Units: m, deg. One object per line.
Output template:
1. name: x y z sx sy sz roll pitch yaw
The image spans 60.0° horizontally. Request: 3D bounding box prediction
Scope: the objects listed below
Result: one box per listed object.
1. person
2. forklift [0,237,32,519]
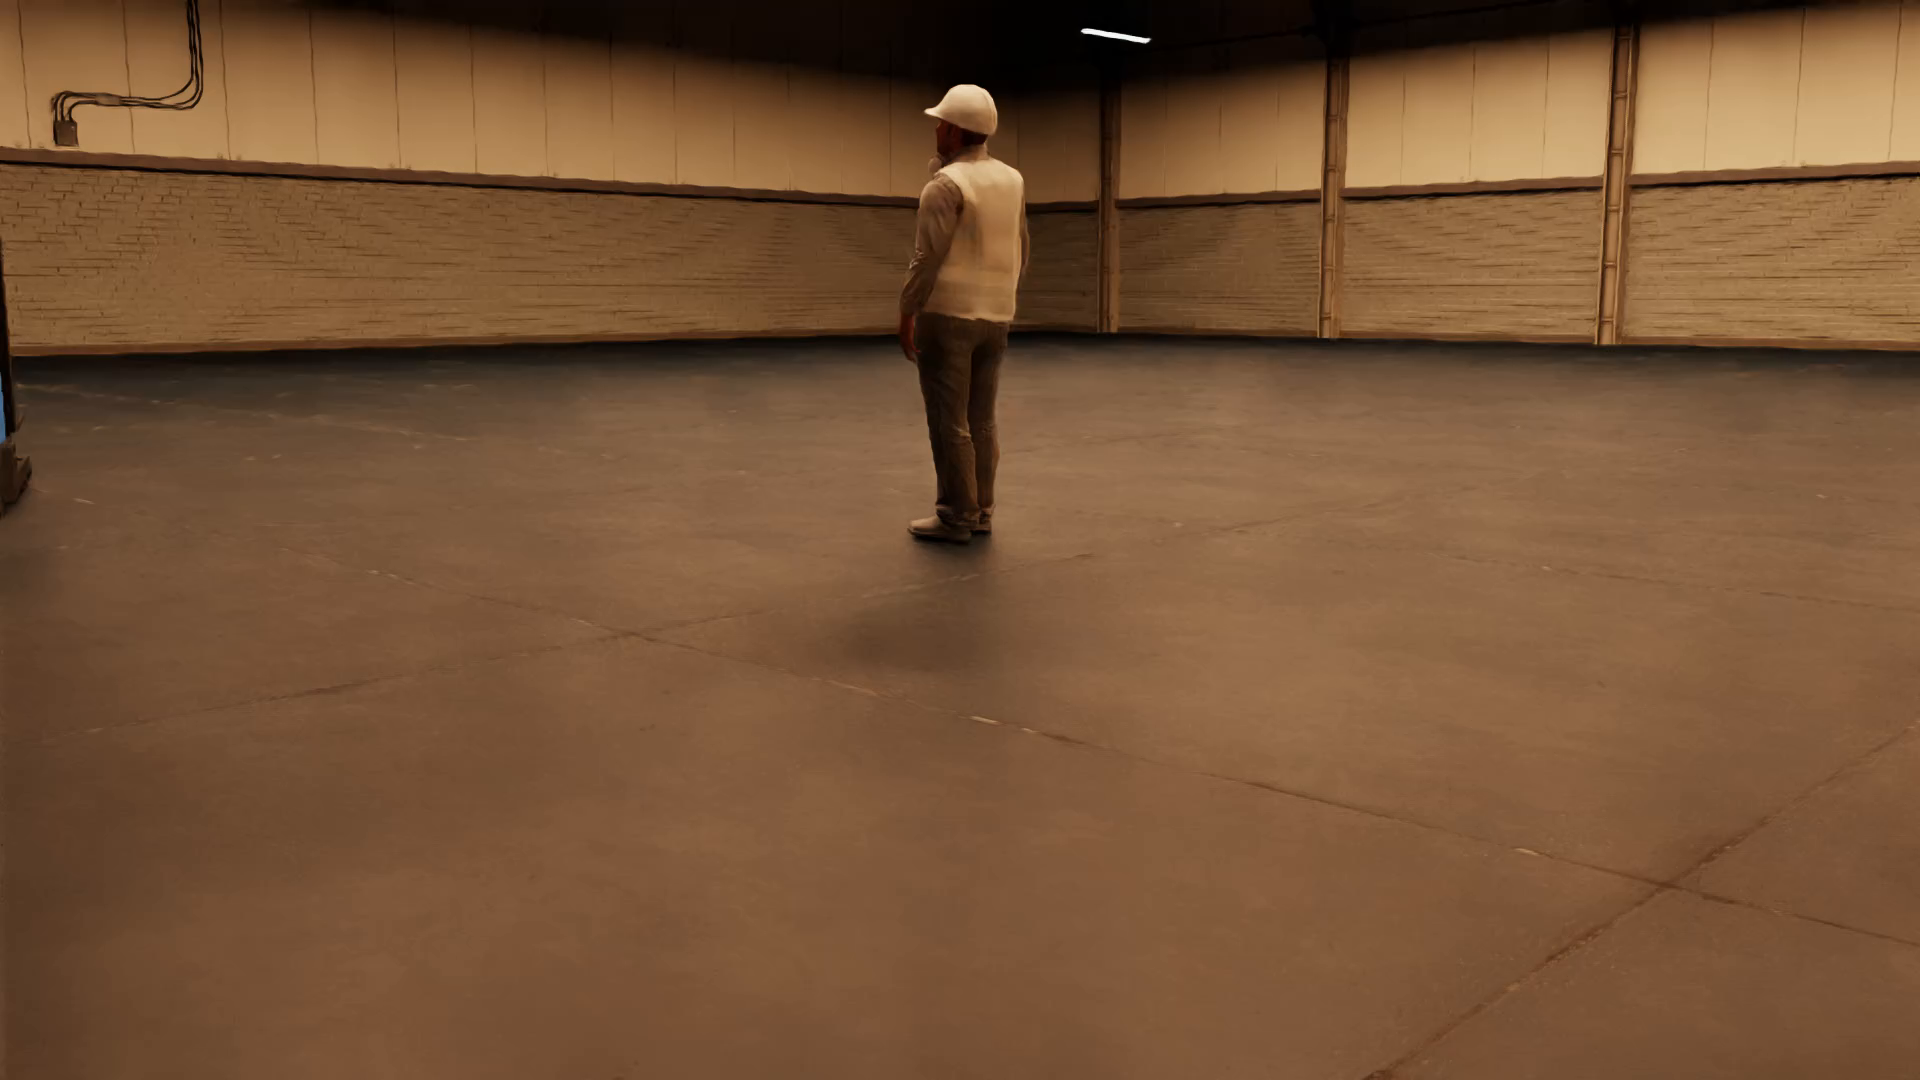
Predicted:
1. person: -0.039 -0.892 6.633 0.567 1.773 0.632 8 12 43
2. forklift: -5.146 -1.650 7.835 1.130 2.935 3.031 -4 10 -26
